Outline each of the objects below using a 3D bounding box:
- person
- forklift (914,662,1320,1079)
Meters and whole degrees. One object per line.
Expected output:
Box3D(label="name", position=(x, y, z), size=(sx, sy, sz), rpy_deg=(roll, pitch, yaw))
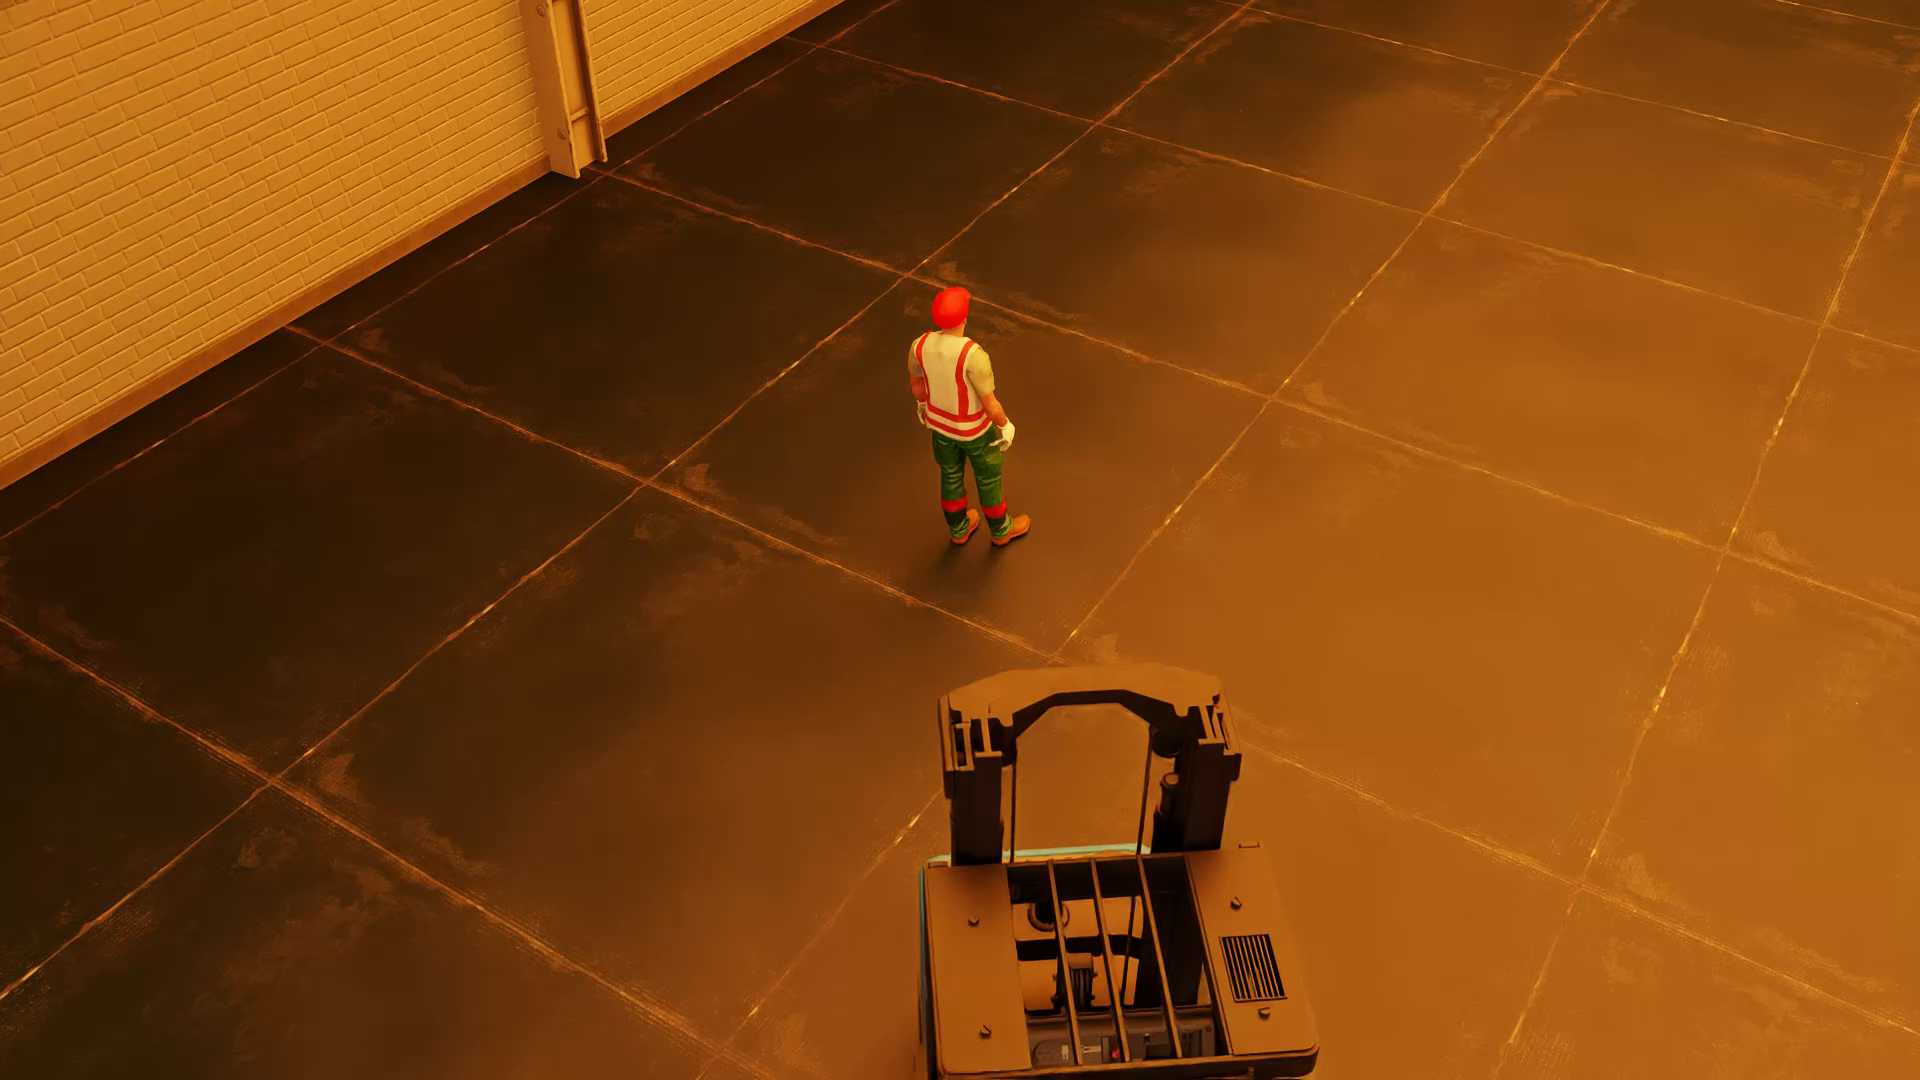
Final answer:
Box3D(label="person", position=(0.054, -0.728, 9.698), size=(0.637, 1.790, 0.562), rpy_deg=(22, 45, 24))
Box3D(label="forklift", position=(0.447, 1.959, 5.655), size=(1.130, 2.935, 3.031), rpy_deg=(-3, 40, -3))
